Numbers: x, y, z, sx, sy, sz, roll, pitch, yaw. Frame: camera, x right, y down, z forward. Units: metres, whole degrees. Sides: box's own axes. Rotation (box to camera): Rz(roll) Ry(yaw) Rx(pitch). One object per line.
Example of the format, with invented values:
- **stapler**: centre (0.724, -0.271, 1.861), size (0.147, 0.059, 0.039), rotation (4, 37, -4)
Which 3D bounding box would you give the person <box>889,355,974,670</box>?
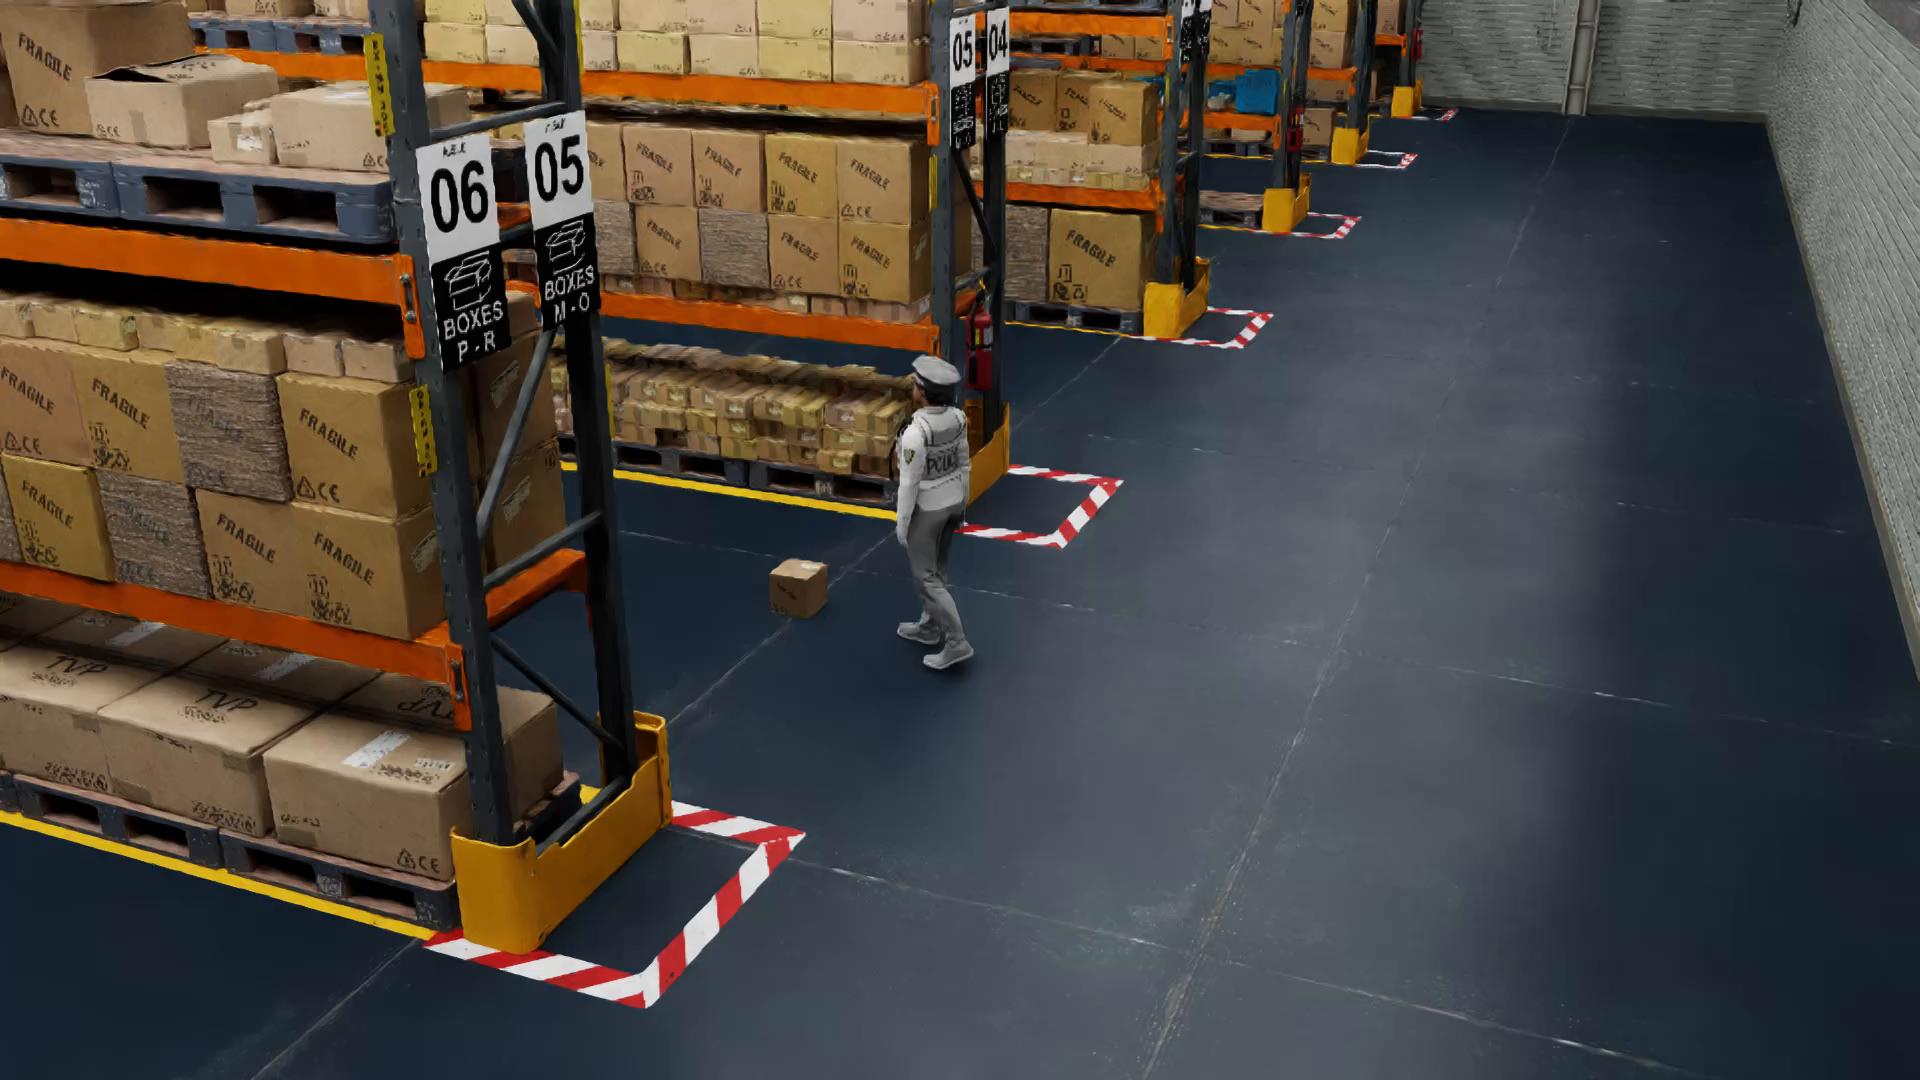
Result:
- **person**: centre (-0.153, -0.160, 8.923), size (0.624, 1.685, 0.494), rotation (16, 27, 34)
